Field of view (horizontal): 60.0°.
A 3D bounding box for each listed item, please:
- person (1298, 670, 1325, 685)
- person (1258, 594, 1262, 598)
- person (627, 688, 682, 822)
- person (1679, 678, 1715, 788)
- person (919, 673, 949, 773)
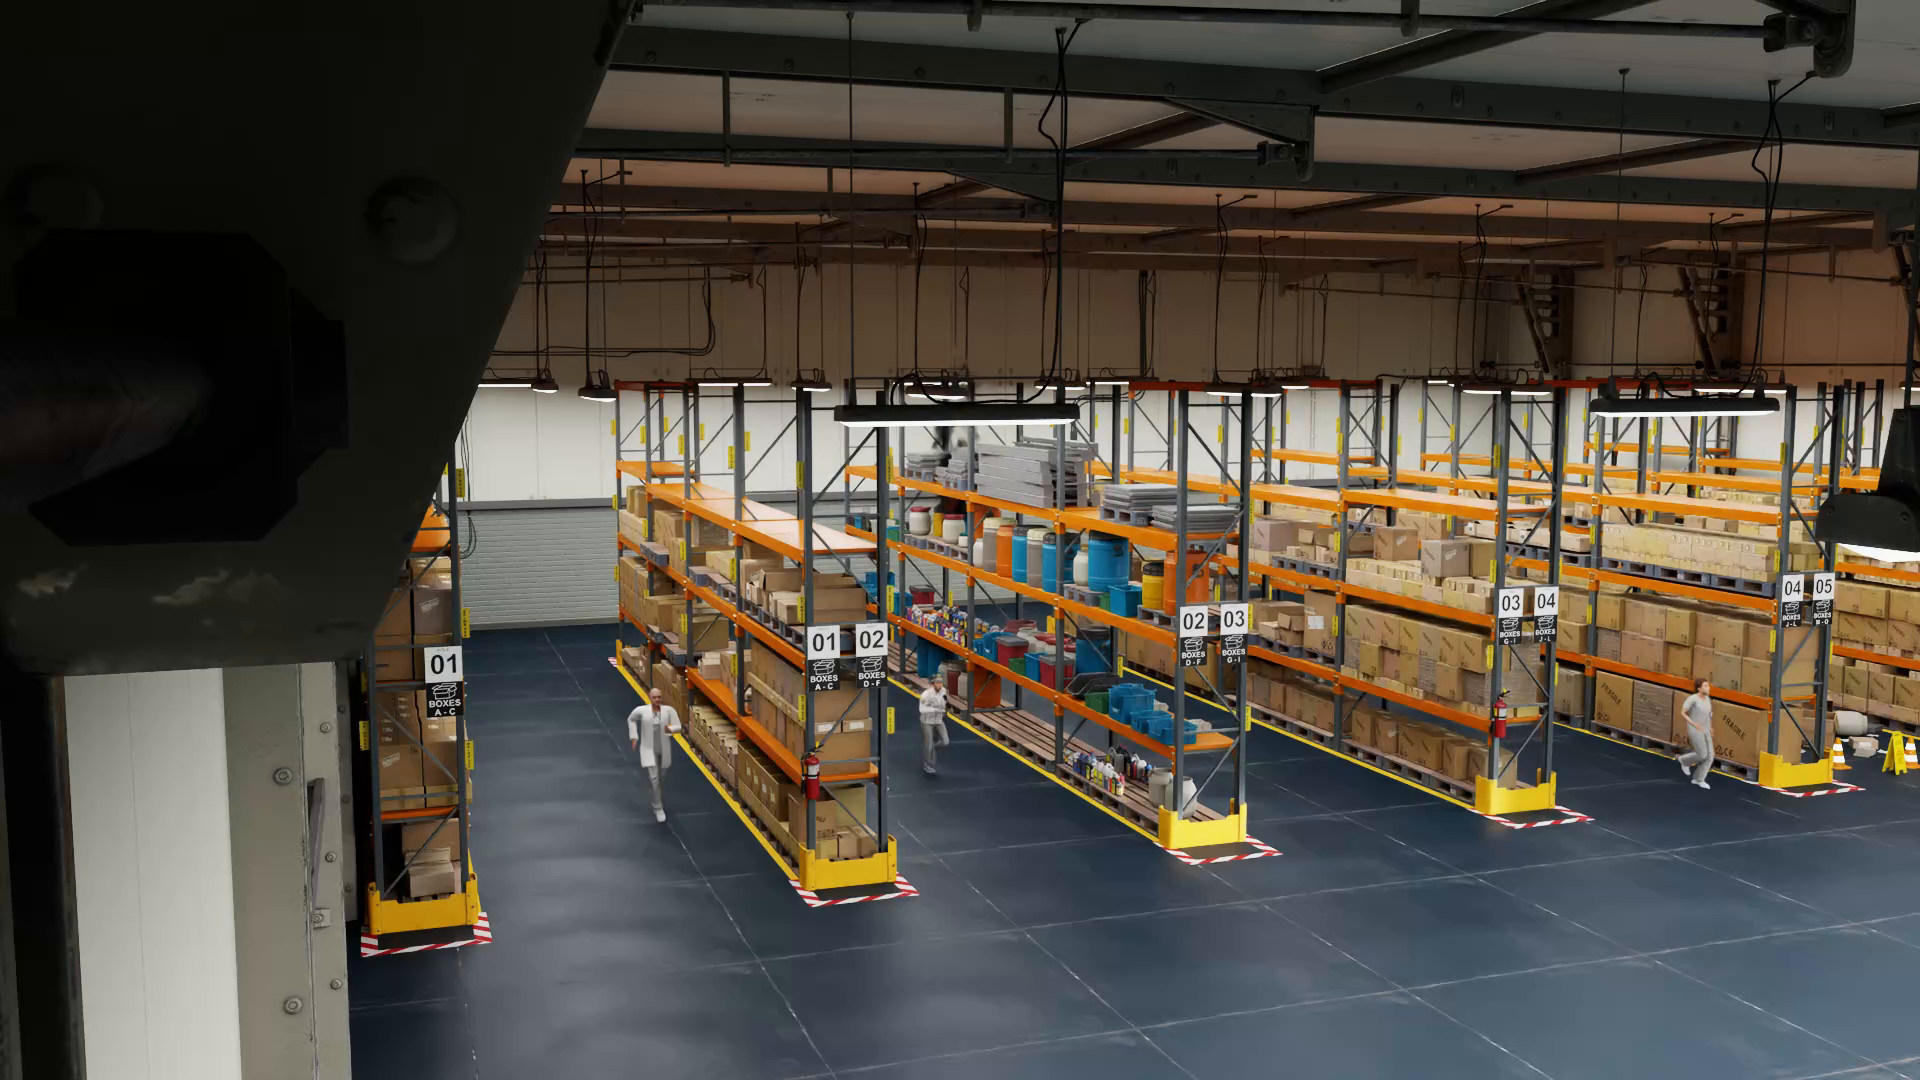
[{"bbox_3d":[6.987,2.007,32.718,0.686,1.778,0.975,-3,7,-23],"label":"person"},{"bbox_3d":[6.155,1.902,33.921,0.562,1.719,0.857,-2,6,-20],"label":"person"},{"bbox_3d":[-4.261,2.953,23.304,0.691,1.787,1.045,-3,7,-23],"label":"person"},{"bbox_3d":[11.110,2.888,25.065,0.597,1.647,0.564,-2,6,-21],"label":"person"},{"bbox_3d":[-0.371,2.816,25.544,0.602,1.619,0.729,-3,7,-26],"label":"person"}]
